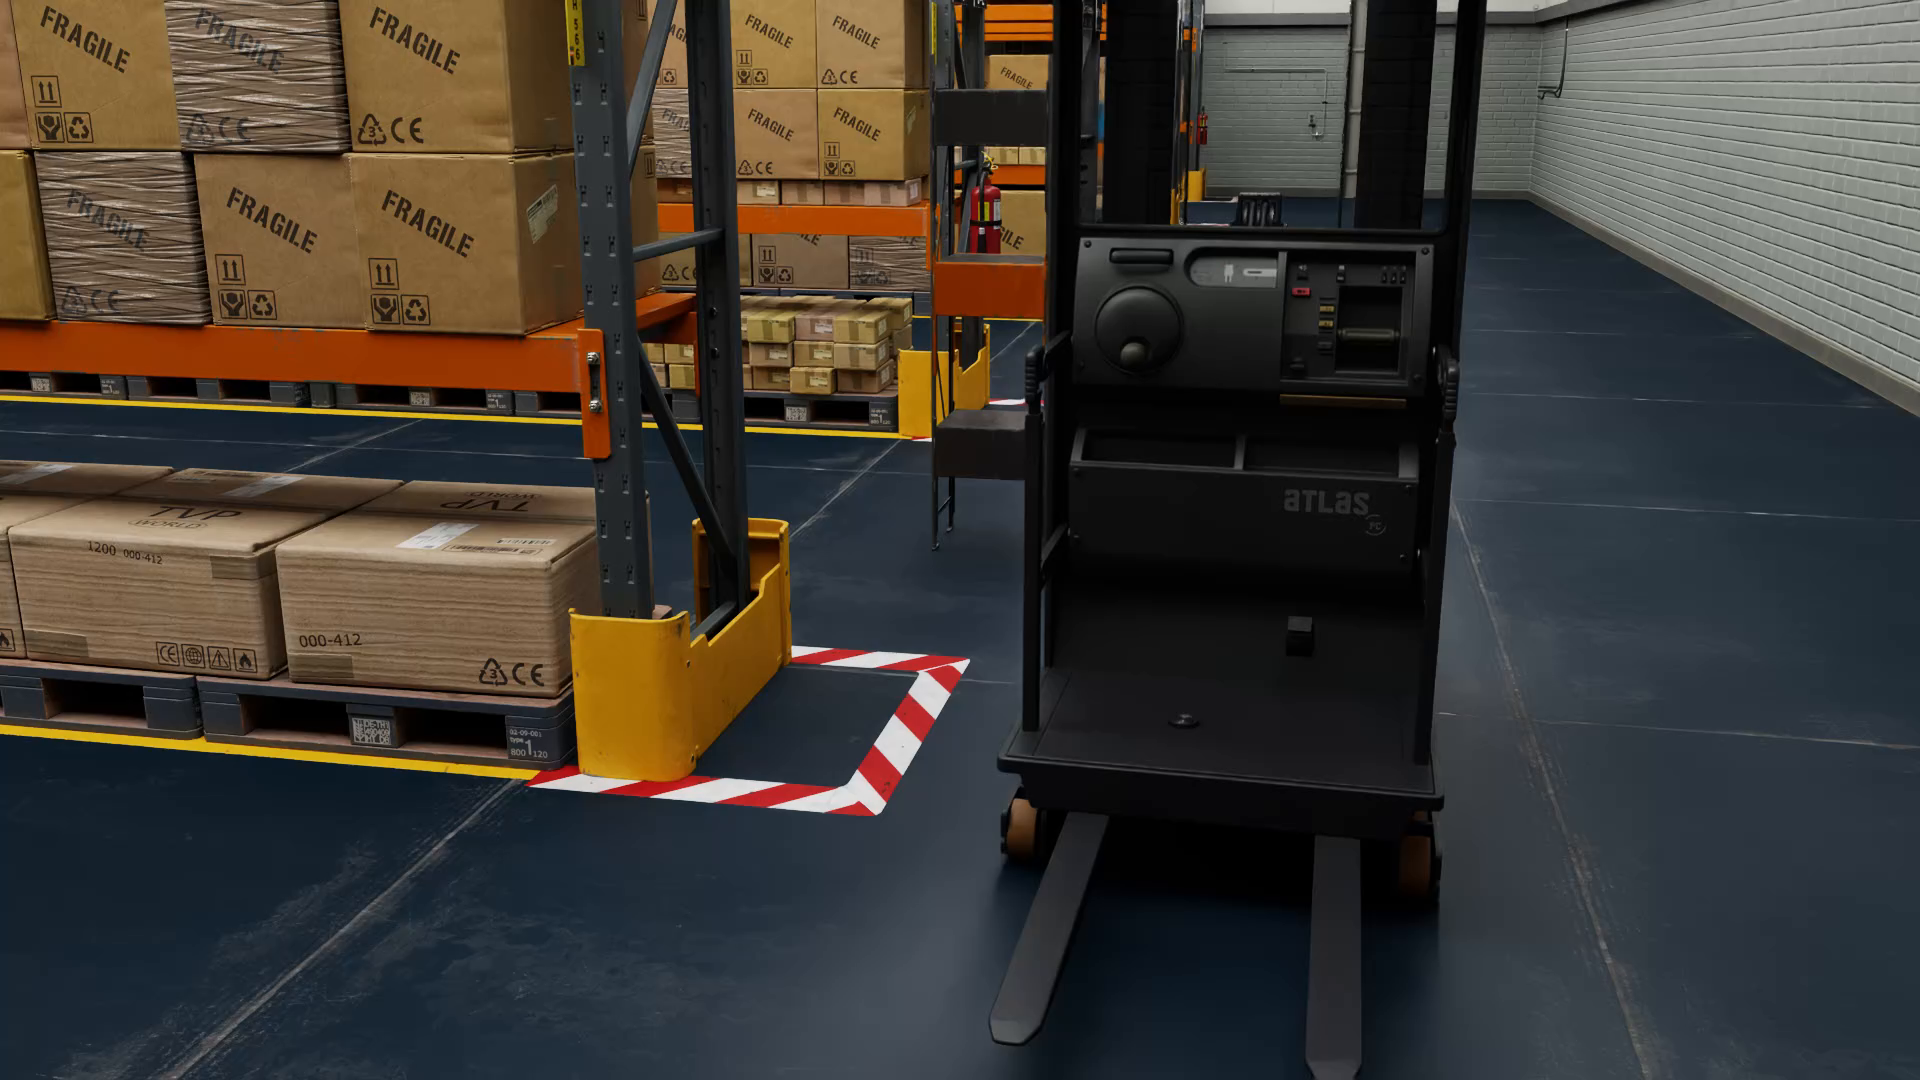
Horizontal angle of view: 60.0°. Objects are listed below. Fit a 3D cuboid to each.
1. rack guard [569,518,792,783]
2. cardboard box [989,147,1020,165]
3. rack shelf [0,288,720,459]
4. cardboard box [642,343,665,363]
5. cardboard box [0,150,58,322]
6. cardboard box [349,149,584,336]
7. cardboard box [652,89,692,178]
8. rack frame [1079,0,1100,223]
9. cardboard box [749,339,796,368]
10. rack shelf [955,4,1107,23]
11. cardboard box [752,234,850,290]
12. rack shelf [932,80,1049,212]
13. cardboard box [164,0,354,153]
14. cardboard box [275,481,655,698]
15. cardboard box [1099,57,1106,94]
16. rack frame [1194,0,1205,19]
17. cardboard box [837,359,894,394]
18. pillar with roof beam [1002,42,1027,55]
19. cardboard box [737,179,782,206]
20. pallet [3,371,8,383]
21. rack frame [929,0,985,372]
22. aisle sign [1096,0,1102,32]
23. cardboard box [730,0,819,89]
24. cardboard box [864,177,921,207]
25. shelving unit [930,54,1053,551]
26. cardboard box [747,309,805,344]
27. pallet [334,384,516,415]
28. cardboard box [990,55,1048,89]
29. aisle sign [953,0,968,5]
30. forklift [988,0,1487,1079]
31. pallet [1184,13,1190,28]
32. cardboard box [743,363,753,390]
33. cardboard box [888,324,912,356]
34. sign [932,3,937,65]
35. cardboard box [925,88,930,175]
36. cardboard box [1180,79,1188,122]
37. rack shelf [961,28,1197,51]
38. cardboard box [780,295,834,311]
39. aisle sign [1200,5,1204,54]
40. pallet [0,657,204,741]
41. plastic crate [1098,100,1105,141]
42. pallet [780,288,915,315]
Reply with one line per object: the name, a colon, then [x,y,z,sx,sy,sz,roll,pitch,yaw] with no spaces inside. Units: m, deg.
rack guard: [-0.874,0.316,5.415,0.348,0.500,1.175,3,16,11]
cardboard box: [0.408,-3.307,14.284,0.250,0.149,0.380,3,16,12]
rack shelf: [-2.857,-0.650,5.566,4.000,0.370,1.077,3,16,11]
cardboard box: [-1.851,-1.185,10.148,0.250,0.149,0.380,4,16,14]
cardboard box: [-2.926,-0.974,5.202,0.500,0.500,0.500,4,16,13]
cardboard box: [-1.423,-0.894,4.915,0.500,0.500,0.500,3,16,11]
cardboard box: [-1.504,-2.391,9.762,0.500,0.500,0.500,3,16,11]
rack frame: [1.077,-3.482,14.444,0.127,3.000,1.000,3,16,11]
cardboard box: [-1.094,-1.143,9.994,0.250,0.149,0.380,2,16,9]
rack shelf: [0.105,-5.983,19.201,4.000,0.370,1.077,3,16,11]
cardboard box: [-1.330,-2.770,15.065,0.875,0.875,0.875,3,16,11]
rack shelf: [0.162,-1.665,6.997,0.480,0.518,0.431,3,16,11]
cardboard box: [-1.935,-1.403,4.879,0.500,0.500,0.500,3,16,11]
cardboard box: [-1.564,0.134,5.404,0.875,0.438,0.875,3,16,9]
cardboard box: [2.069,-6.582,23.574,0.500,0.500,0.500,4,16,13]
rack frame: [4.039,-10.261,27.677,0.127,3.000,1.000,3,16,11]
cardboard box: [-0.567,-0.992,10.008,0.250,0.149,0.380,3,16,12]
pillar with roof beam: [0.119,-9.536,25.062,0.400,9.000,9.100,3,16,11]
cardboard box: [-1.125,-2.052,9.753,0.250,0.149,0.380,4,16,13]
pallet: [-7.084,-1.230,11.537,1.213,0.211,1.003,3,16,11]
rack frame: [-0.010,-2.190,9.780,0.127,3.000,1.000,3,16,11]
aisle sign: [1.208,-4.810,14.367,0.004,0.787,0.394,3,16,11]
cardboard box: [-1.005,-2.850,9.543,0.500,0.500,0.500,3,16,9]
cardboard box: [-0.386,-2.012,9.609,0.250,0.149,0.380,3,16,11]
shelving unit: [0.162,-1.003,7.180,0.503,2.100,0.431,3,16,11]
cardboard box: [-1.093,-1.276,9.919,0.250,0.149,0.380,3,16,10]
pallet: [-3.265,-1.033,10.824,1.213,0.211,1.003,3,16,11]
cardboard box: [0.548,-3.872,14.170,0.500,0.500,0.500,3,16,12]
aisle sign: [0.002,-3.361,9.135,0.004,0.787,0.394,3,16,11]
forklift: [0.725,-0.612,4.209,1.130,2.935,3.031,3,16,12]
pallet: [3.310,-8.809,28.222,1.213,0.211,1.003,3,16,11]
cardboard box: [-1.326,-1.026,10.129,0.250,0.149,0.380,3,16,12]
cardboard box: [-0.472,-1.257,10.407,0.250,0.149,0.380,4,16,13]
sign: [-0.140,-2.756,9.063,0.005,0.325,0.100,3,16,11]
cardboard box: [-0.395,-2.478,10.074,0.500,0.500,0.500,4,16,14]
cardboard box: [3.537,-7.539,28.526,0.700,0.700,0.980,4,16,14]
rack shelf: [2.079,-8.575,28.557,4.000,0.370,1.077,3,16,11]
cardboard box: [-0.971,-1.452,10.555,0.250,0.149,0.380,3,16,11]
aisle sign: [4.049,-8.540,27.834,0.004,0.787,0.394,3,16,11]
pallet: [-2.888,0.366,5.774,1.213,0.211,1.003,3,16,11]
plastic crate: [1.699,-4.793,18.997,0.499,0.435,0.616,3,16,11]
pallet: [-0.914,-2.226,15.133,1.213,0.211,1.003,3,16,11]
